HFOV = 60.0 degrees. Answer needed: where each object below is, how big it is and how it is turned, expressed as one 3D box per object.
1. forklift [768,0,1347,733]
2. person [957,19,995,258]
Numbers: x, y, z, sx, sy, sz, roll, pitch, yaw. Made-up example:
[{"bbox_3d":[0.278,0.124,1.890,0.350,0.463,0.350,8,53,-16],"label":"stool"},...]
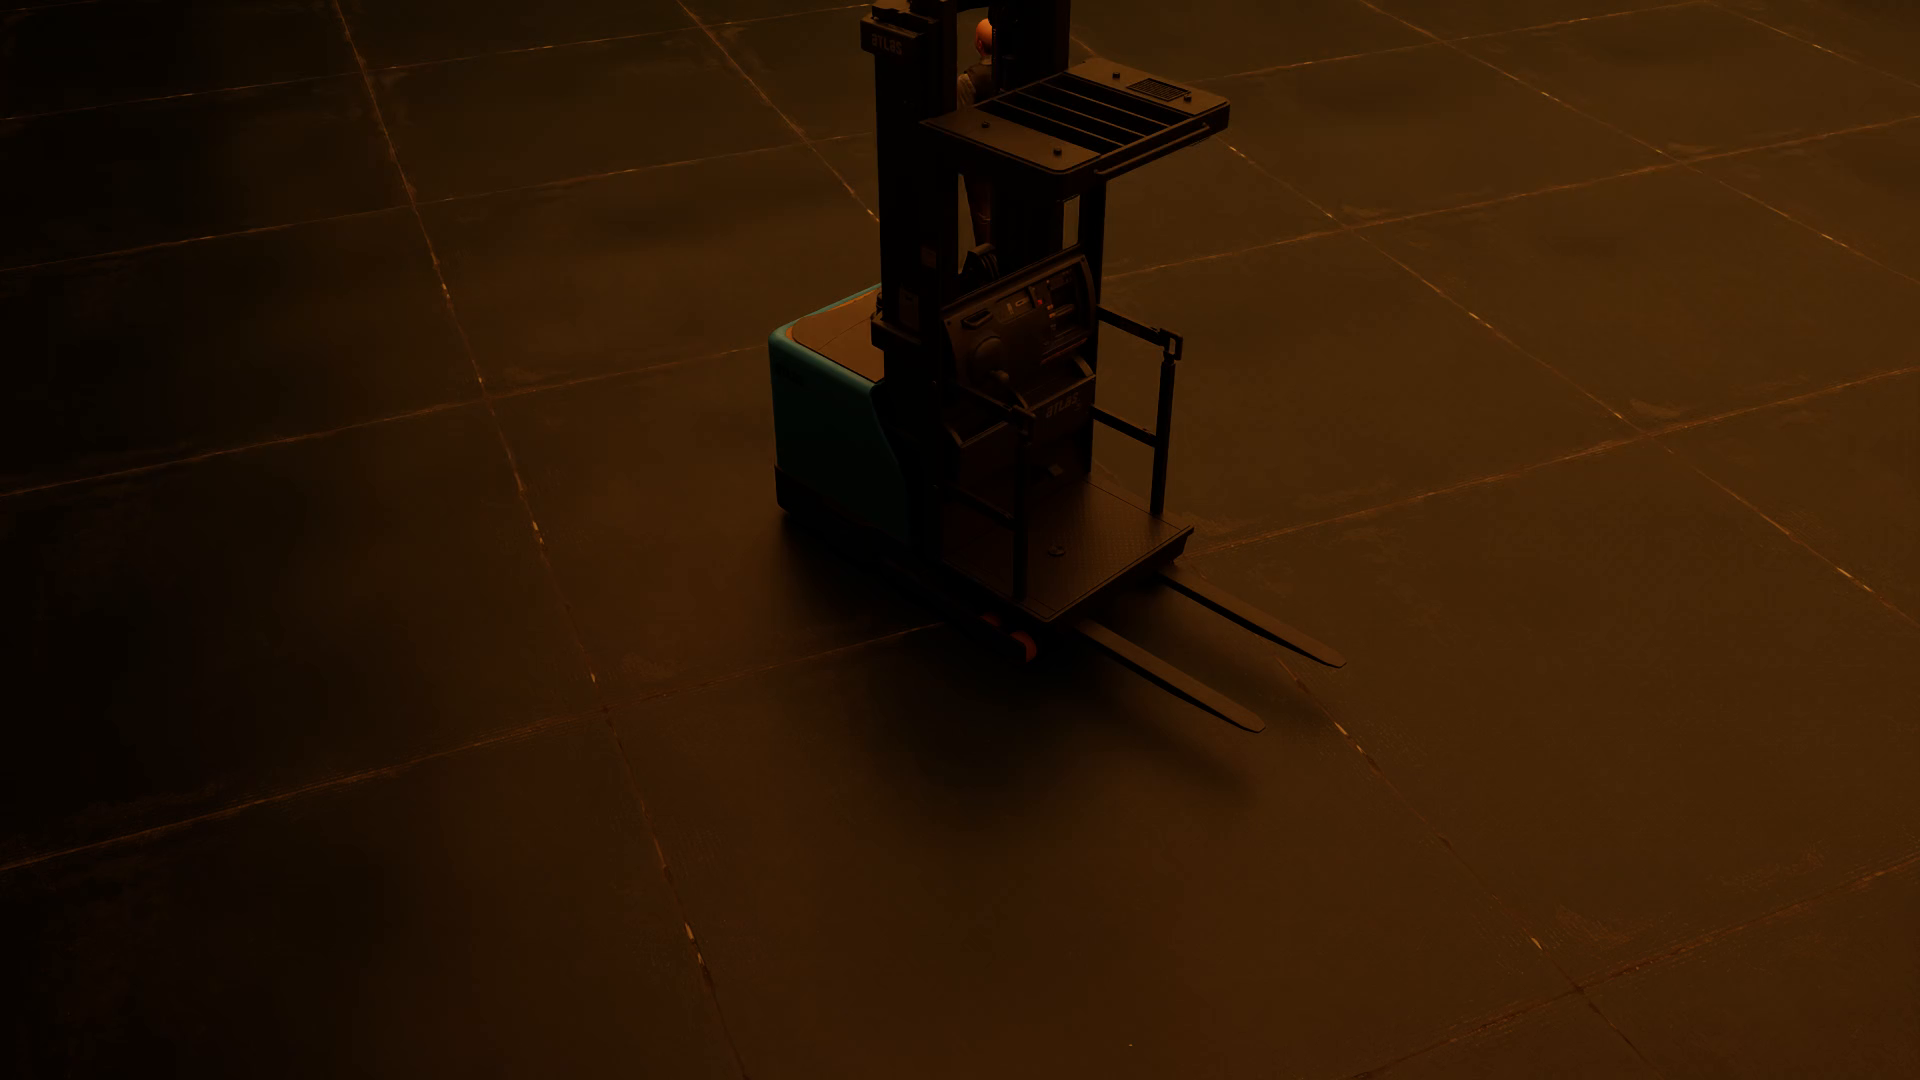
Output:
[{"bbox_3d":[0.432,-0.946,7.429,3.031,2.935,1.130,30,45,35],"label":"forklift"},{"bbox_3d":[0.176,-2.527,10.684,0.634,1.723,0.566,-13,37,-18],"label":"person"}]
